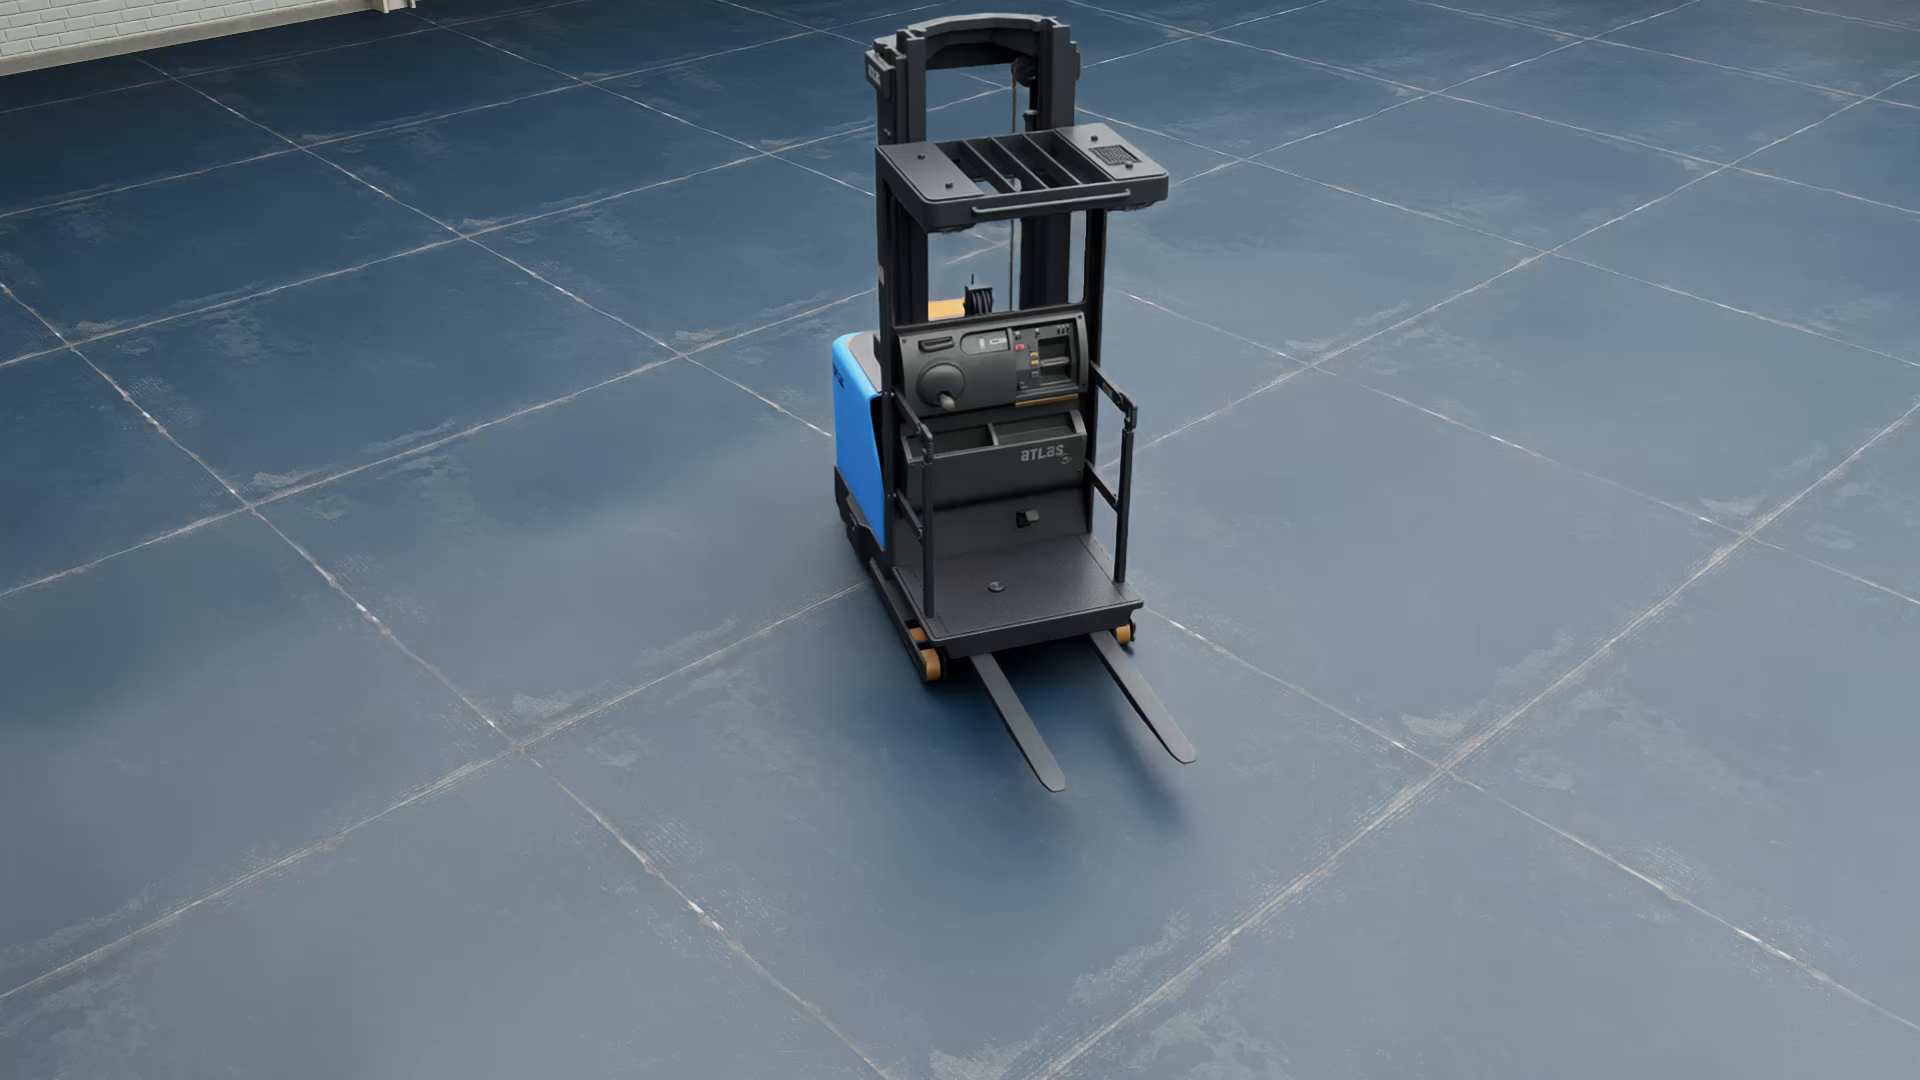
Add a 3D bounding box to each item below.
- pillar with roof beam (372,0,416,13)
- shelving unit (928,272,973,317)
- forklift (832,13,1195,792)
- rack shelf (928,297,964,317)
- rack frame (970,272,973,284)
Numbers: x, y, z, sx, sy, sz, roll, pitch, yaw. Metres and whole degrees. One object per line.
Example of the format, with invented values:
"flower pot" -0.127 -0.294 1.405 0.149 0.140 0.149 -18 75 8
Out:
"pillar with roof beam" -3.676 -8.404 14.368 0.400 9.000 9.100 -26 40 -35
"shelving unit" -0.131 -0.906 9.581 0.503 1.200 0.258 -10 33 -16
"forklift" 0.235 -0.794 7.739 1.130 2.935 3.031 -10 33 -16
"rack shelf" -0.131 -1.241 9.376 0.480 0.148 0.258 -10 33 -16
"rack frame" 0.101 -0.946 9.646 0.015 1.200 0.240 -10 33 -16
